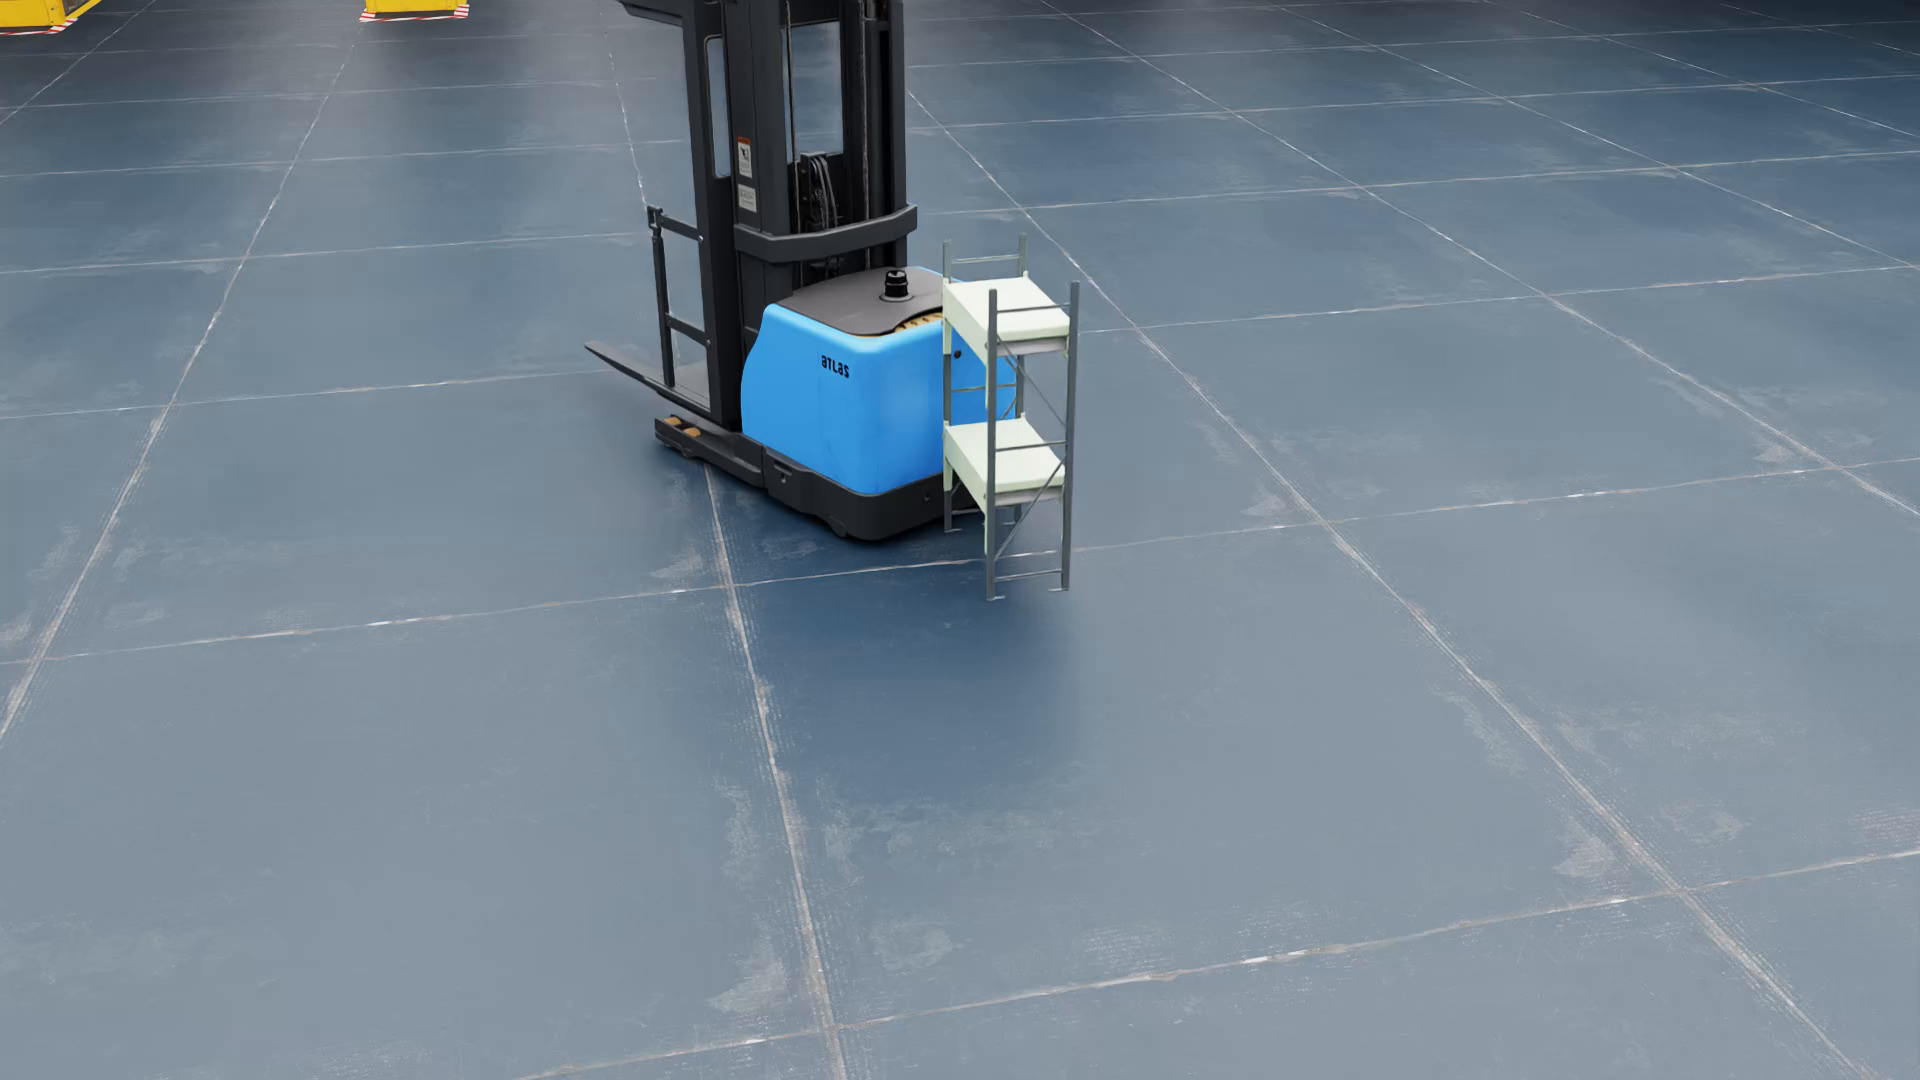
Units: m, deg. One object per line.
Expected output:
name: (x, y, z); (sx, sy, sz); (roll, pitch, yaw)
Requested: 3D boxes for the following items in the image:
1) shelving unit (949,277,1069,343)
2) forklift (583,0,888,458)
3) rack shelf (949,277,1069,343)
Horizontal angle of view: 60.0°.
shelving unit: (0.216, -1.039, 7.482); (0.368, 0.052, 0.686); (-7, 28, -14)
forklift: (-1.328, -1.950, 9.080); (1.118, 2.733, 2.170); (-22, 34, -36)
rack shelf: (0.216, -1.039, 7.482); (0.368, 0.052, 0.686); (-7, 28, -14)
